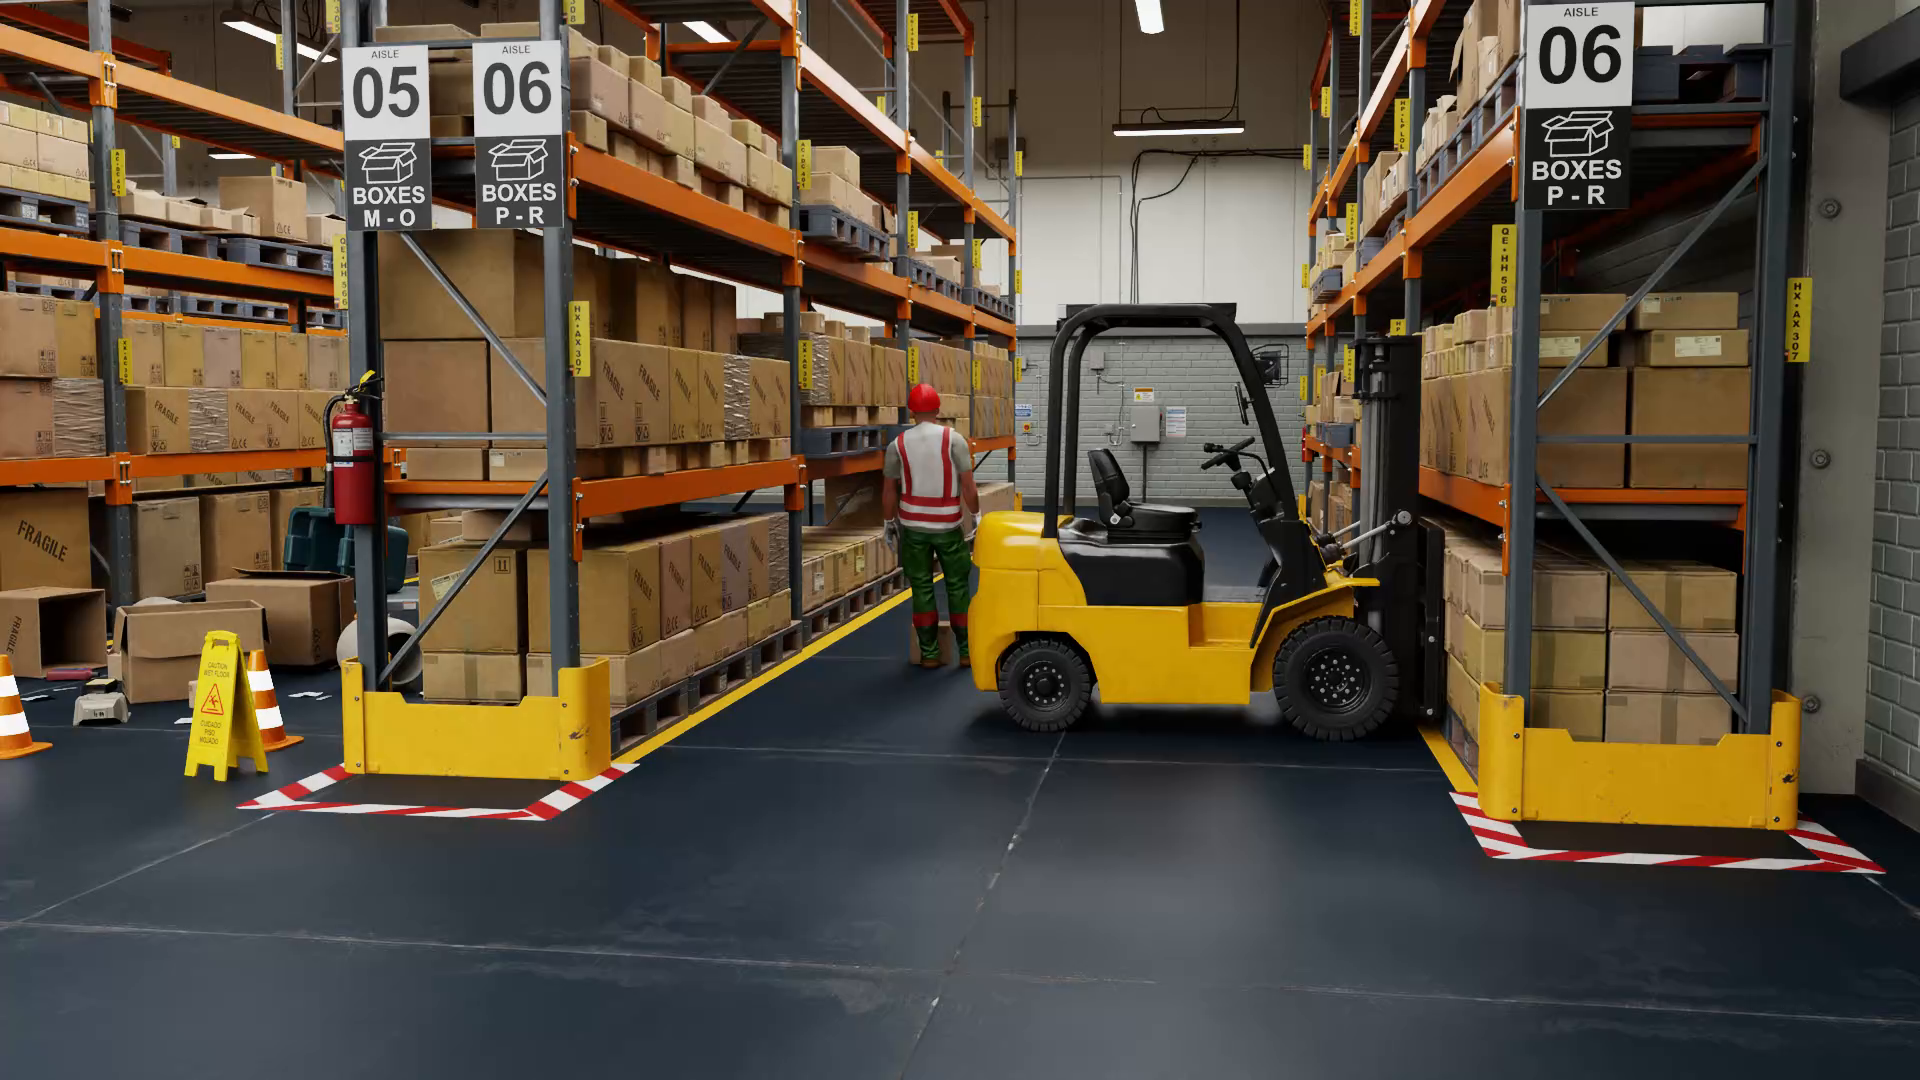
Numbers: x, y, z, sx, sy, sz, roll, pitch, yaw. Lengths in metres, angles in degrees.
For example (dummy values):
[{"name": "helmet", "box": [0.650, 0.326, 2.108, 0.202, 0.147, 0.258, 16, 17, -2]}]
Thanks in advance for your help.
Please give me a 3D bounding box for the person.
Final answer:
[{"name": "person", "box": [-0.162, -0.095, 10.530, 0.638, 1.787, 0.565, 1, 4, 7]}]
